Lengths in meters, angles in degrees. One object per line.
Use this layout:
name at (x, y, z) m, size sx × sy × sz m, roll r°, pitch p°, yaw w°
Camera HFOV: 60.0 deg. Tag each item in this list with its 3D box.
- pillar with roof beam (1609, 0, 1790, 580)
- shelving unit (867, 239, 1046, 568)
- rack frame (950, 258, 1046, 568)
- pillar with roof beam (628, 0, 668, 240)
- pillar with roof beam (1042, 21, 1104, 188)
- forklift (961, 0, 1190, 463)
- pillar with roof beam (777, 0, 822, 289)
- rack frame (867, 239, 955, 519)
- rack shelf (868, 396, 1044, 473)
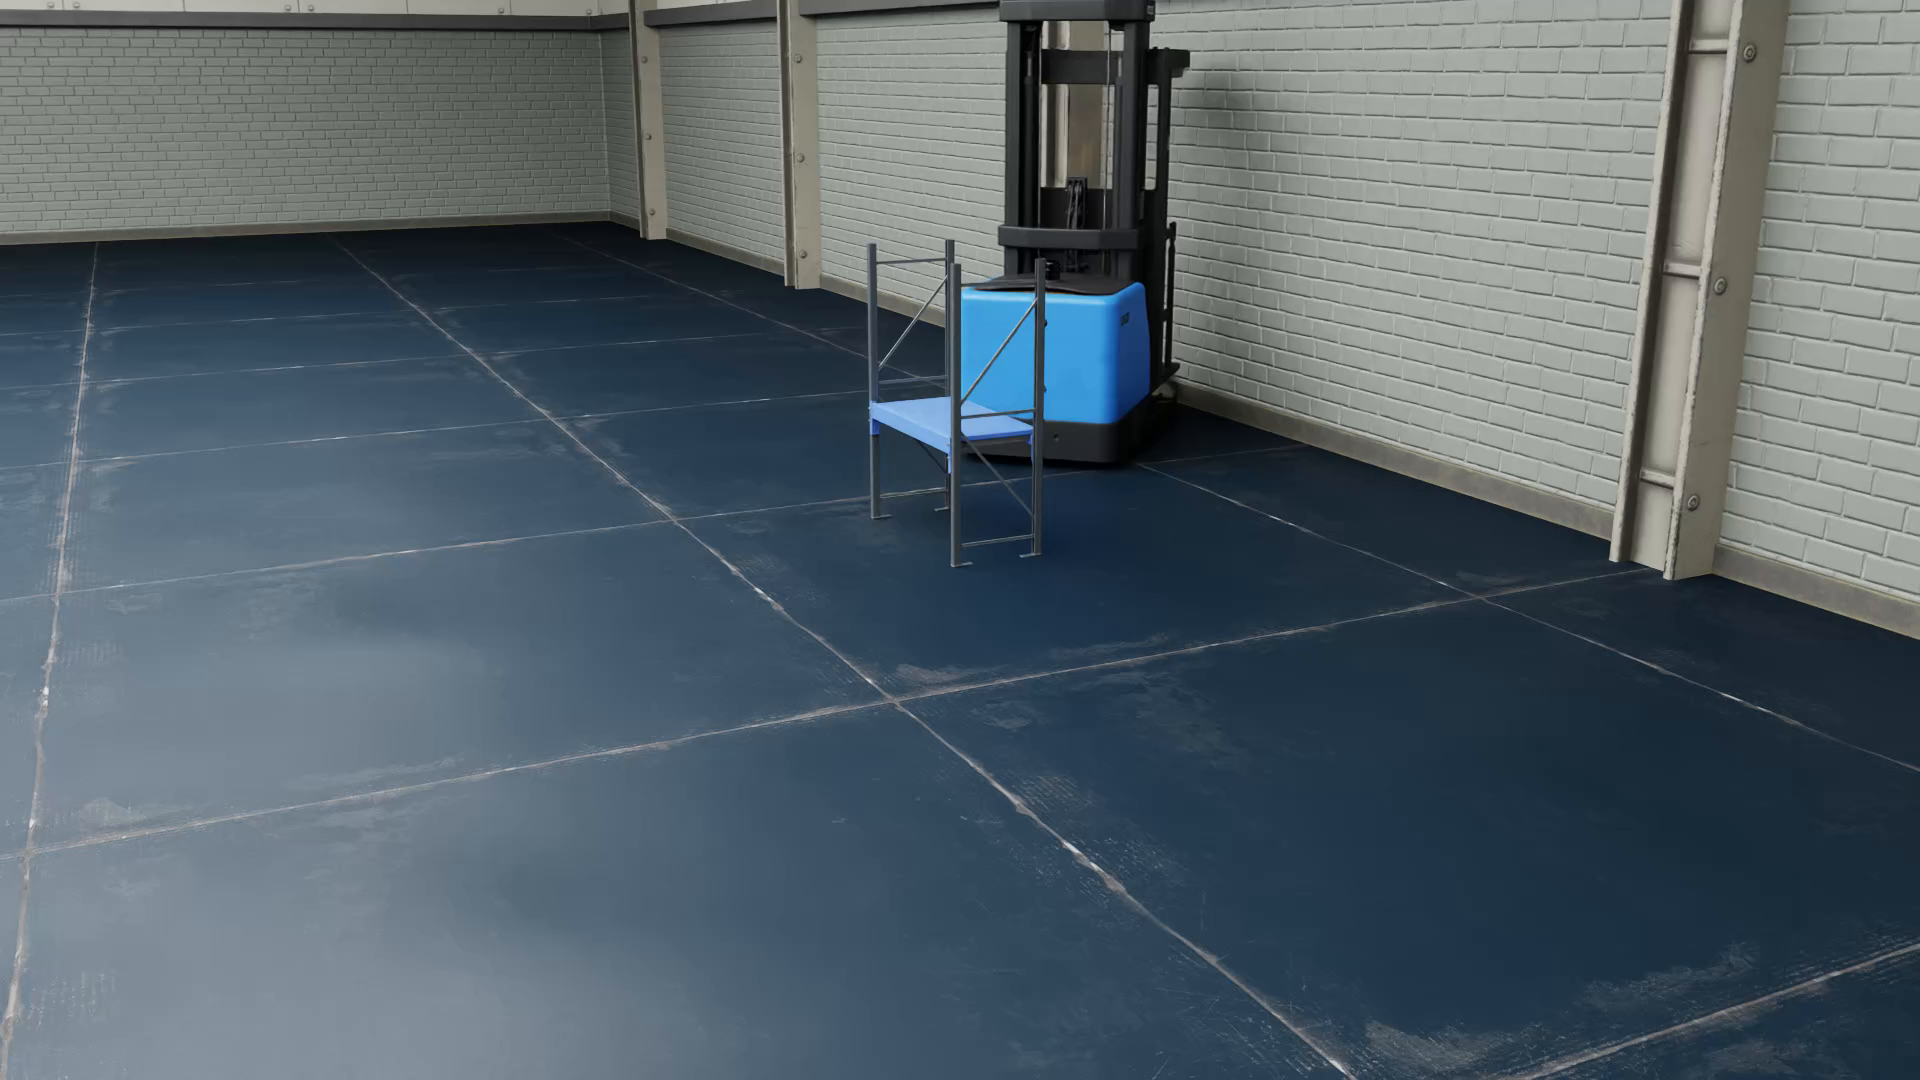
pillar with roof beam at (-0.367, -3.676, 5.247) m, size 9.100 × 9.000 × 0.400 m, roll -8°, pitch 18°, yaw -25°
shelving unit at (-0.037, -0.742, 8.617) m, size 0.538 × 1.500 × 1.048 m, roll -8°, pitch 18°, yaw -25°
rack frame at (0.185, -0.616, 8.178) m, size 0.500 × 1.500 × 0.032 m, roll -8°, pitch 18°, yaw -25°
pillar with roof beam at (-8.253, -8.140, 20.800) m, size 9.100 × 9.000 × 0.400 m, roll -8°, pitch 18°, yaw -25°
pillar with roof beam at (-2.996, -5.164, 10.432) m, size 9.100 × 9.000 × 0.400 m, roll -8°, pitch 18°, yaw -25°
forklift at (0.907, -2.245, 11.260) m, size 1.130 × 2.935 × 3.031 m, roll 5°, pitch 17°, yaw 17°
pillar with roof beam at (-5.624, -6.652, 15.616) m, size 9.100 × 9.000 × 0.400 m, roll -8°, pitch 18°, yaw -25°
rack frame at (-0.260, -0.868, 9.057) m, size 0.500 × 1.500 × 0.032 m, roll -8°, pitch 18°, yaw -25°
rack shelf at (-0.037, -0.569, 8.667) m, size 0.538 × 0.185 × 1.000 m, roll -8°, pitch 18°, yaw -25°
